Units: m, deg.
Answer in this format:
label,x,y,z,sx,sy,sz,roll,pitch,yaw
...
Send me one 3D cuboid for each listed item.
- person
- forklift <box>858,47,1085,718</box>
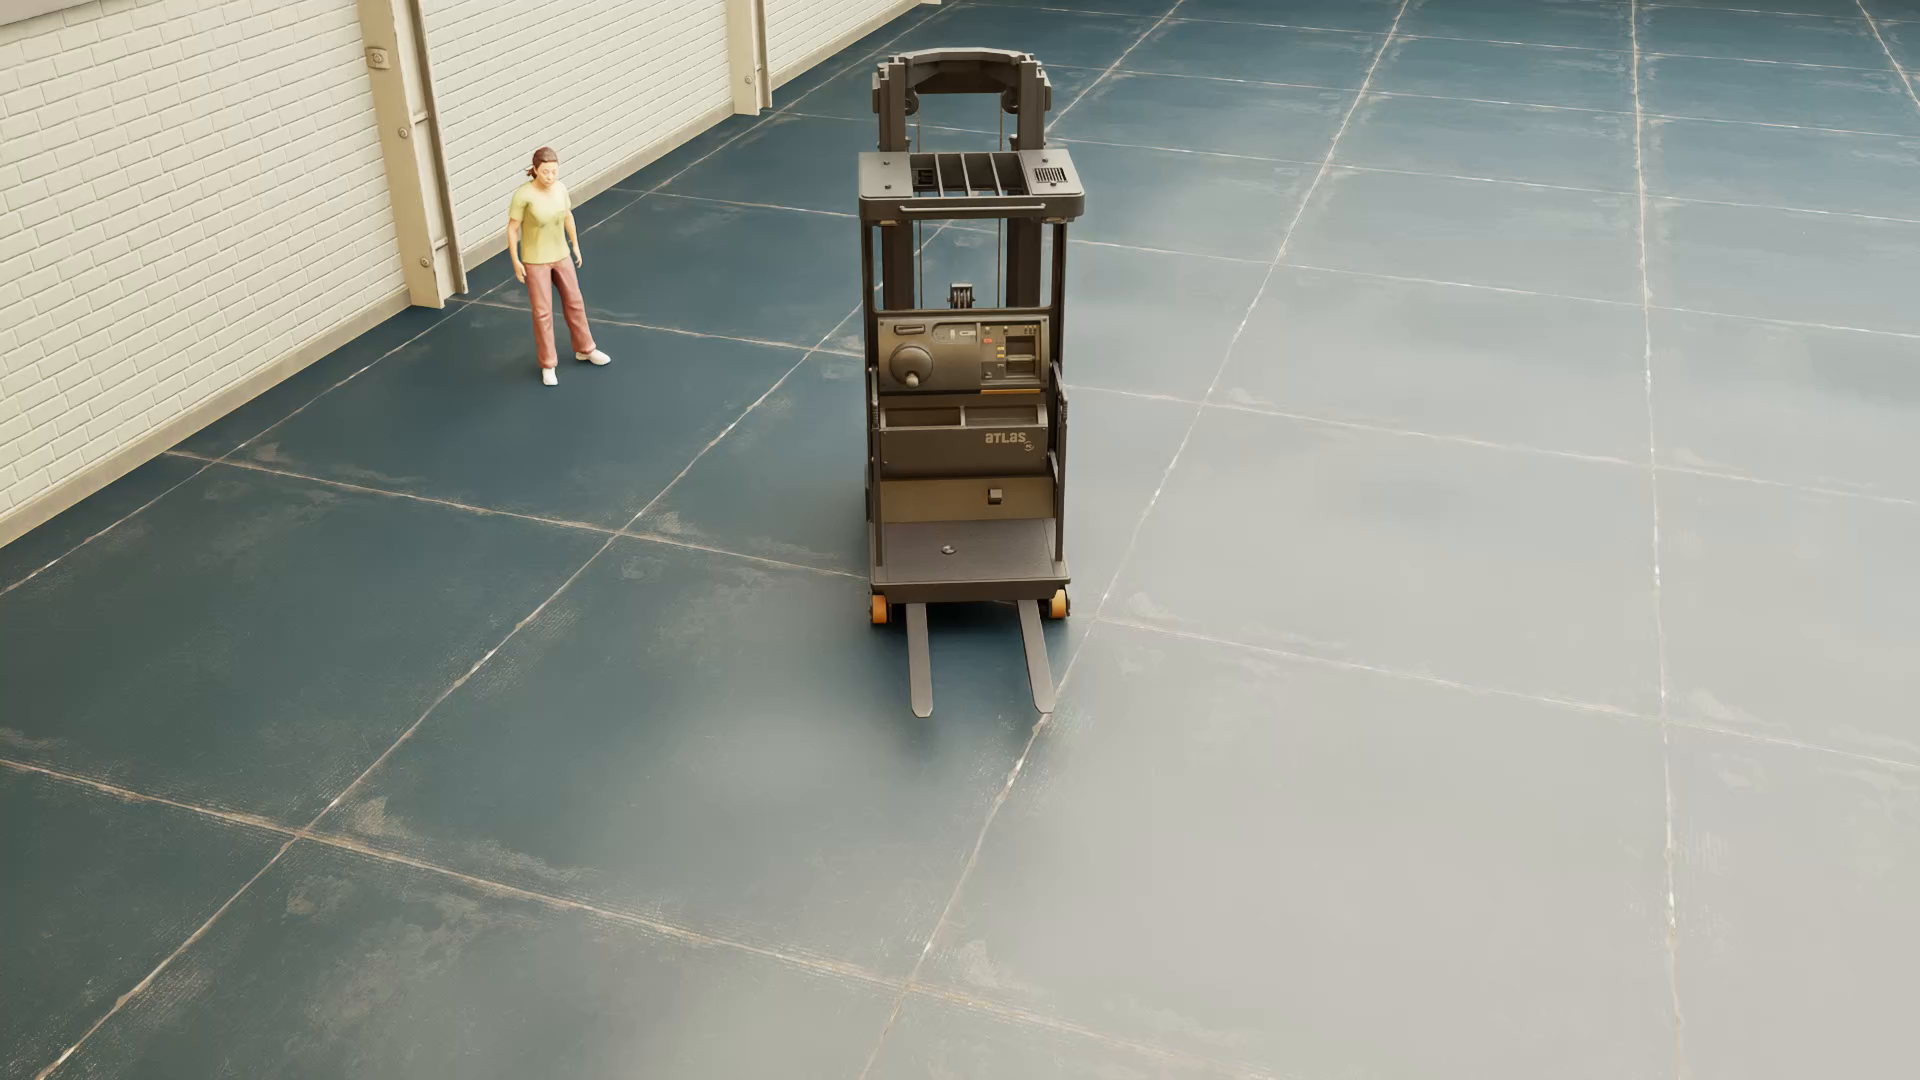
label,x,y,z,sx,sy,sz,roll,pitch,yaw
person,-2.908,-1.991,11.901,0.593,1.678,0.402,-26,38,-37
forklift,0.035,-0.972,8.842,1.130,2.935,3.031,-2,30,-3
